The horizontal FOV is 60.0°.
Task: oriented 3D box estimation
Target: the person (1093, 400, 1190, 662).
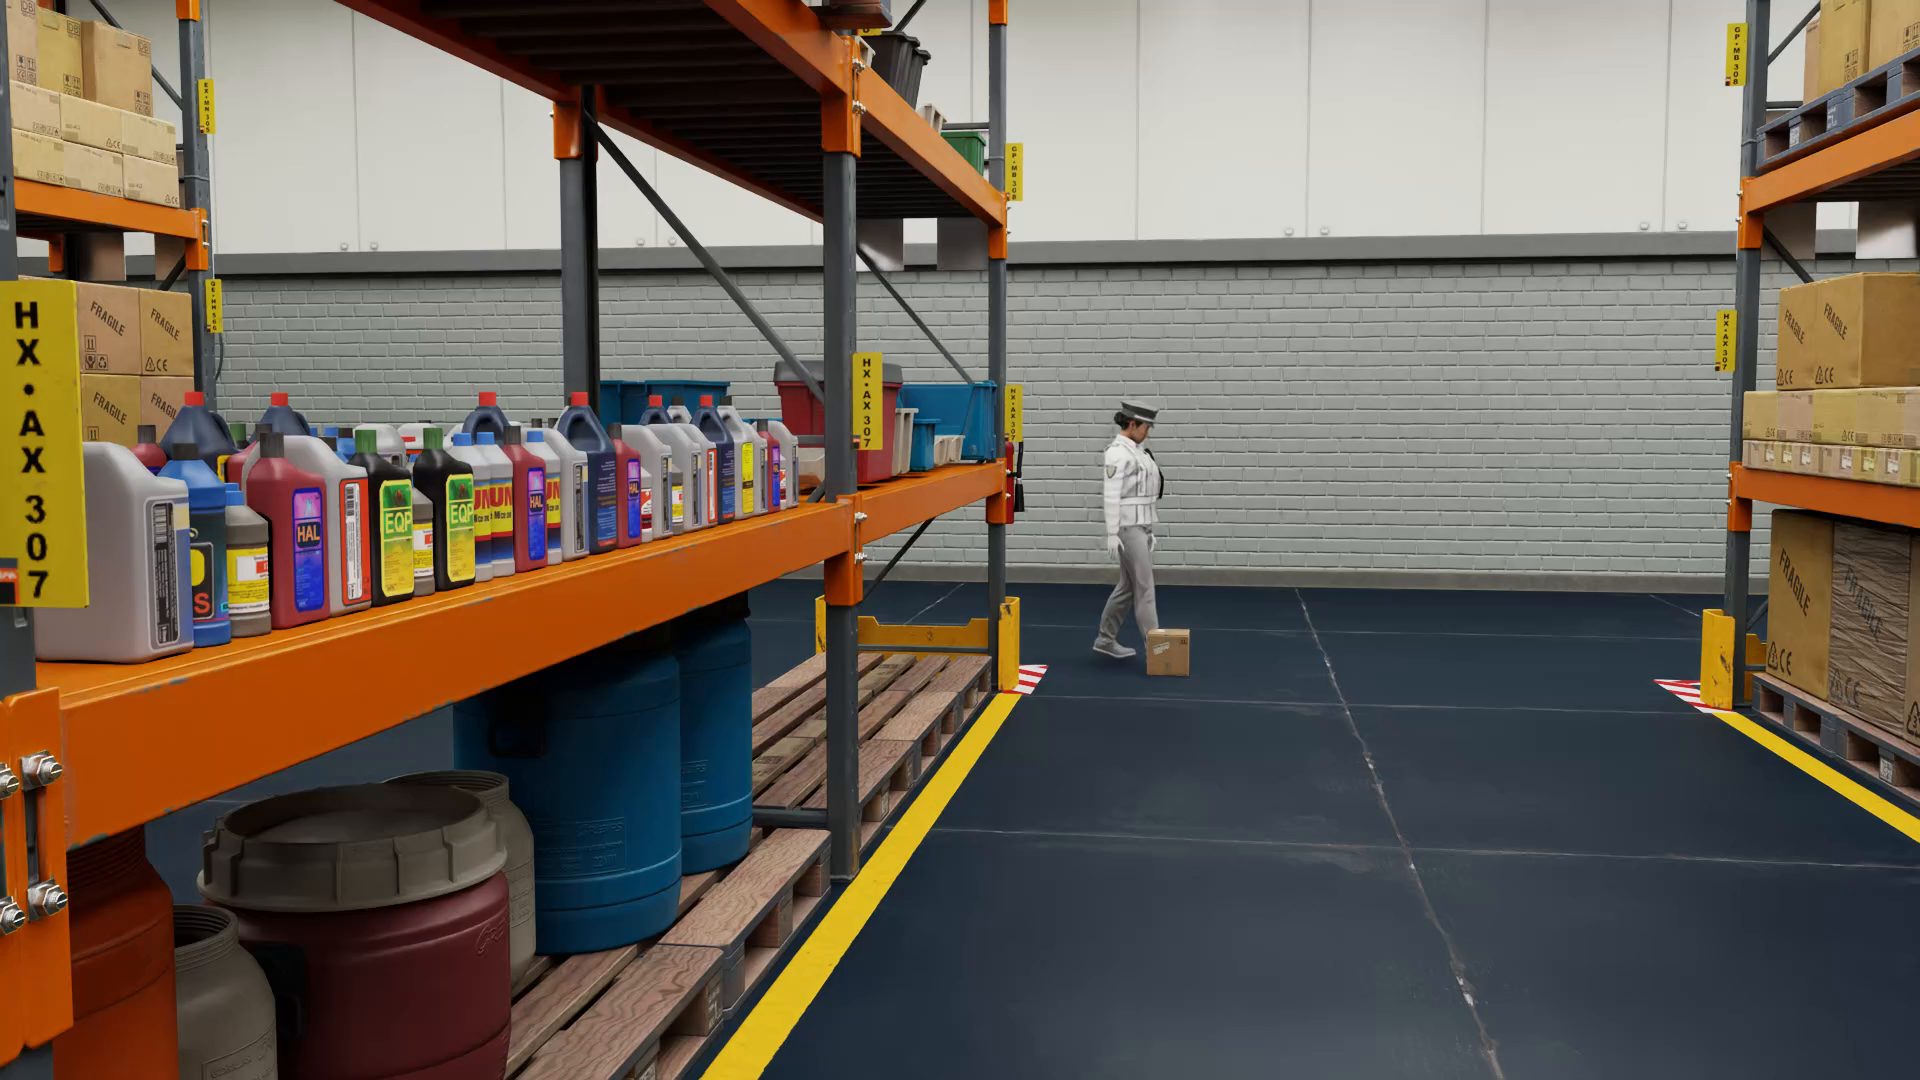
[{"bbox_3d":[1.148,-0.054,10.385,0.722,1.641,0.524,2,5,27],"label":"person"}]
